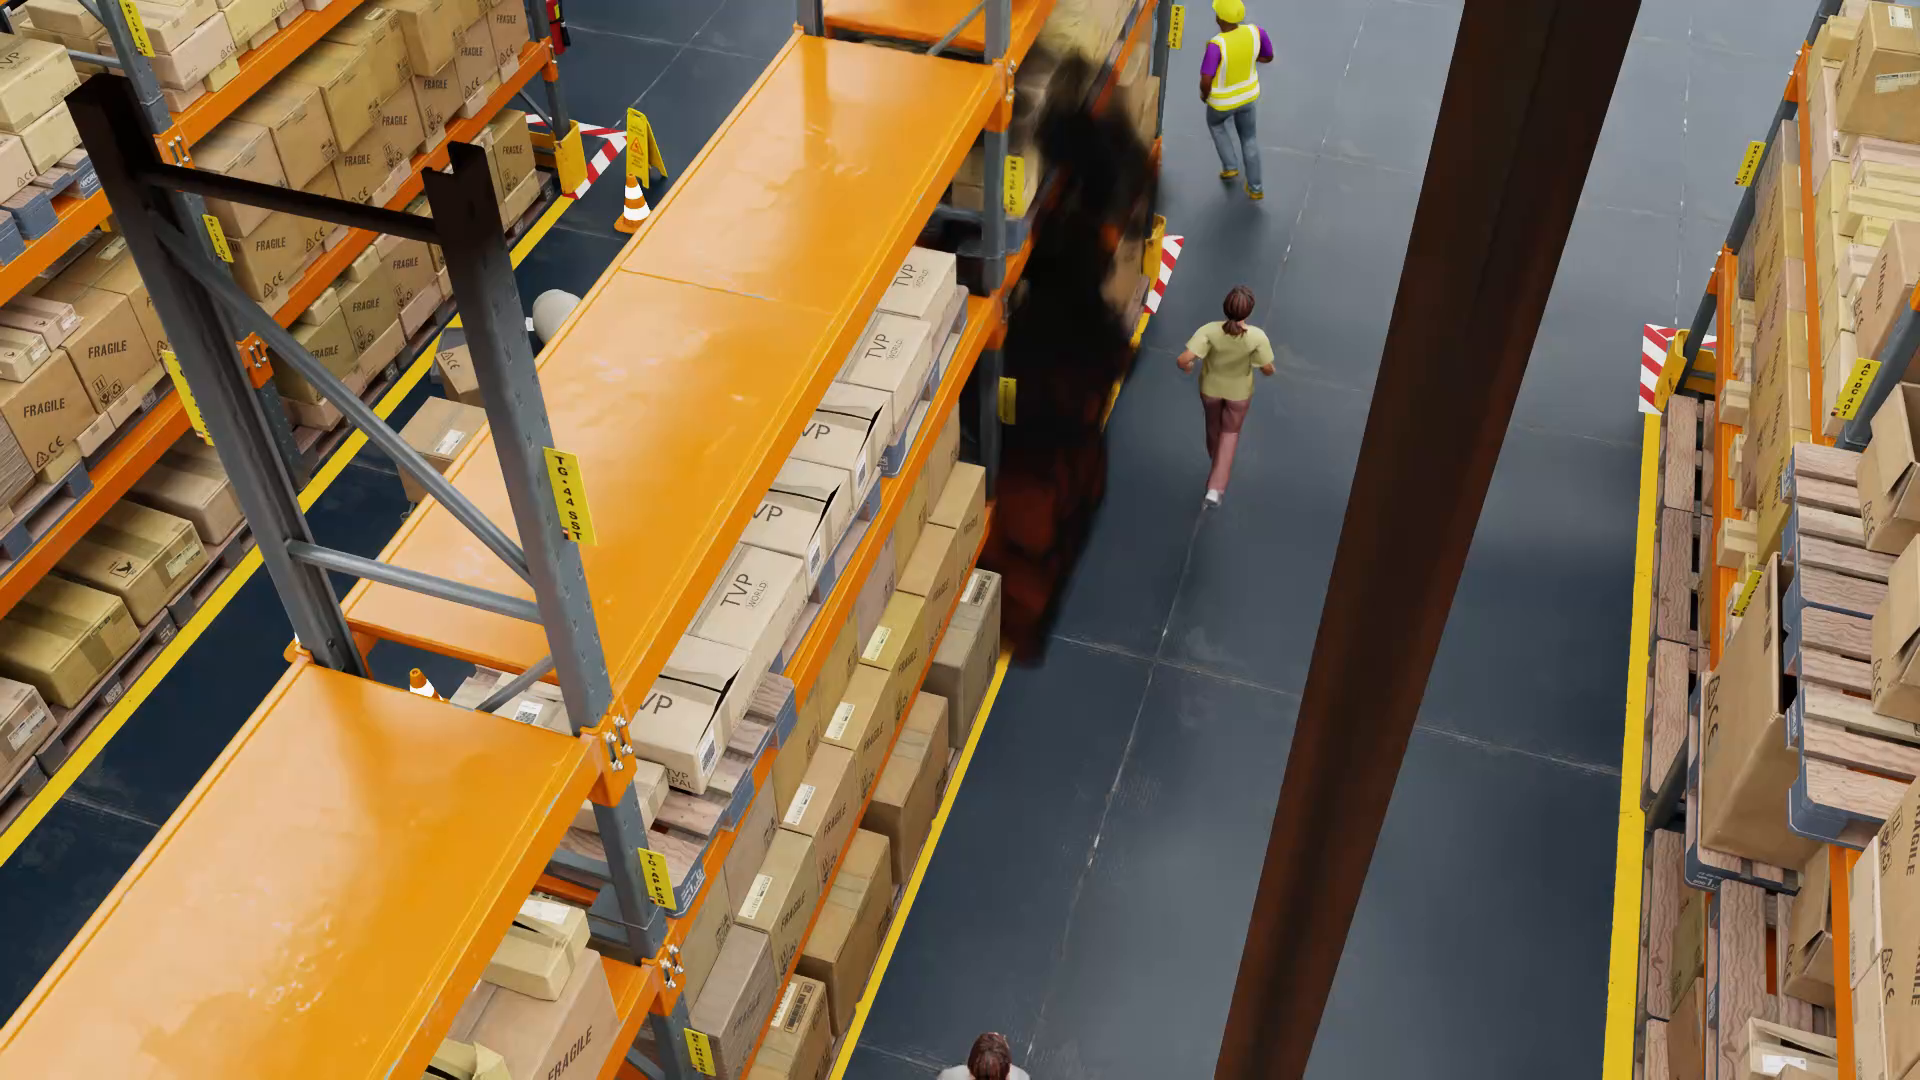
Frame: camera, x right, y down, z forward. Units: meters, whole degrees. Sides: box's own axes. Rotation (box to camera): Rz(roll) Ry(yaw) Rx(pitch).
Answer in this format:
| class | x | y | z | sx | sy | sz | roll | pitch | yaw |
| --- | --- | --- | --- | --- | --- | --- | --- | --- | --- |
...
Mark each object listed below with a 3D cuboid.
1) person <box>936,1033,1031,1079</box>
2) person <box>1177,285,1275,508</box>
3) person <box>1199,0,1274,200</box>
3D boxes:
| class | x | y | z | sx | sy | sz | roll | pitch | yaw |
| --- | --- | --- | --- | --- | --- | --- | --- | --- | --- |
| person | 0.165 | 2.611 | 7.410 | 0.552 | 1.639 | 0.614 | 5 | 46 | 5 |
| person | 1.675 | -0.975 | 10.517 | 0.592 | 1.639 | 0.884 | 11 | 47 | 11 |
| person | 2.155 | -3.546 | 13.401 | 0.703 | 1.786 | 0.711 | -9 | 46 | -9 |
